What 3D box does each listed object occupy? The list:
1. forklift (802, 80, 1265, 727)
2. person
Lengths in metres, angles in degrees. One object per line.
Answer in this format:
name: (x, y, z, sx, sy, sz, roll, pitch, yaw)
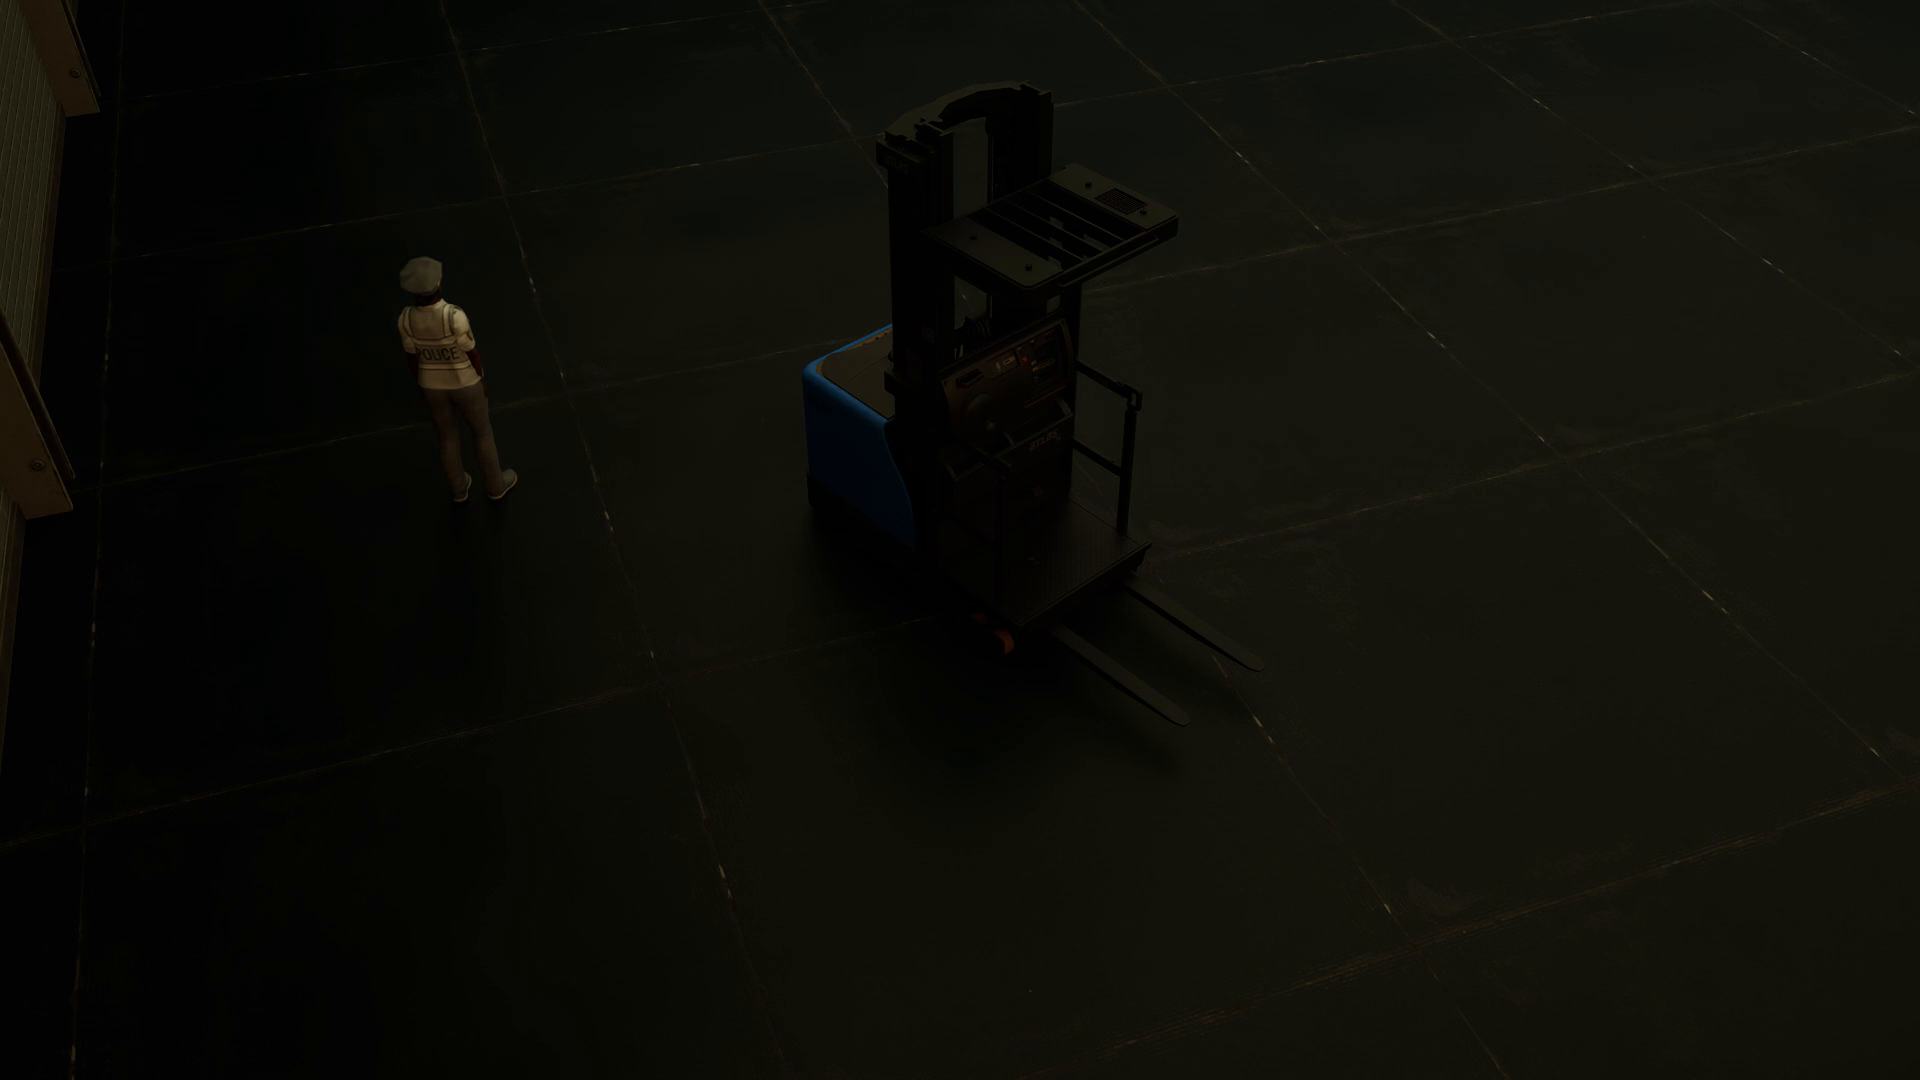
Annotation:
forklift: (0.409, -0.833, 8.988, 1.130, 2.935, 3.031, -30, 49, -31)
person: (-3.079, -0.959, 10.106, 0.449, 1.694, 0.351, -1, 40, -1)
